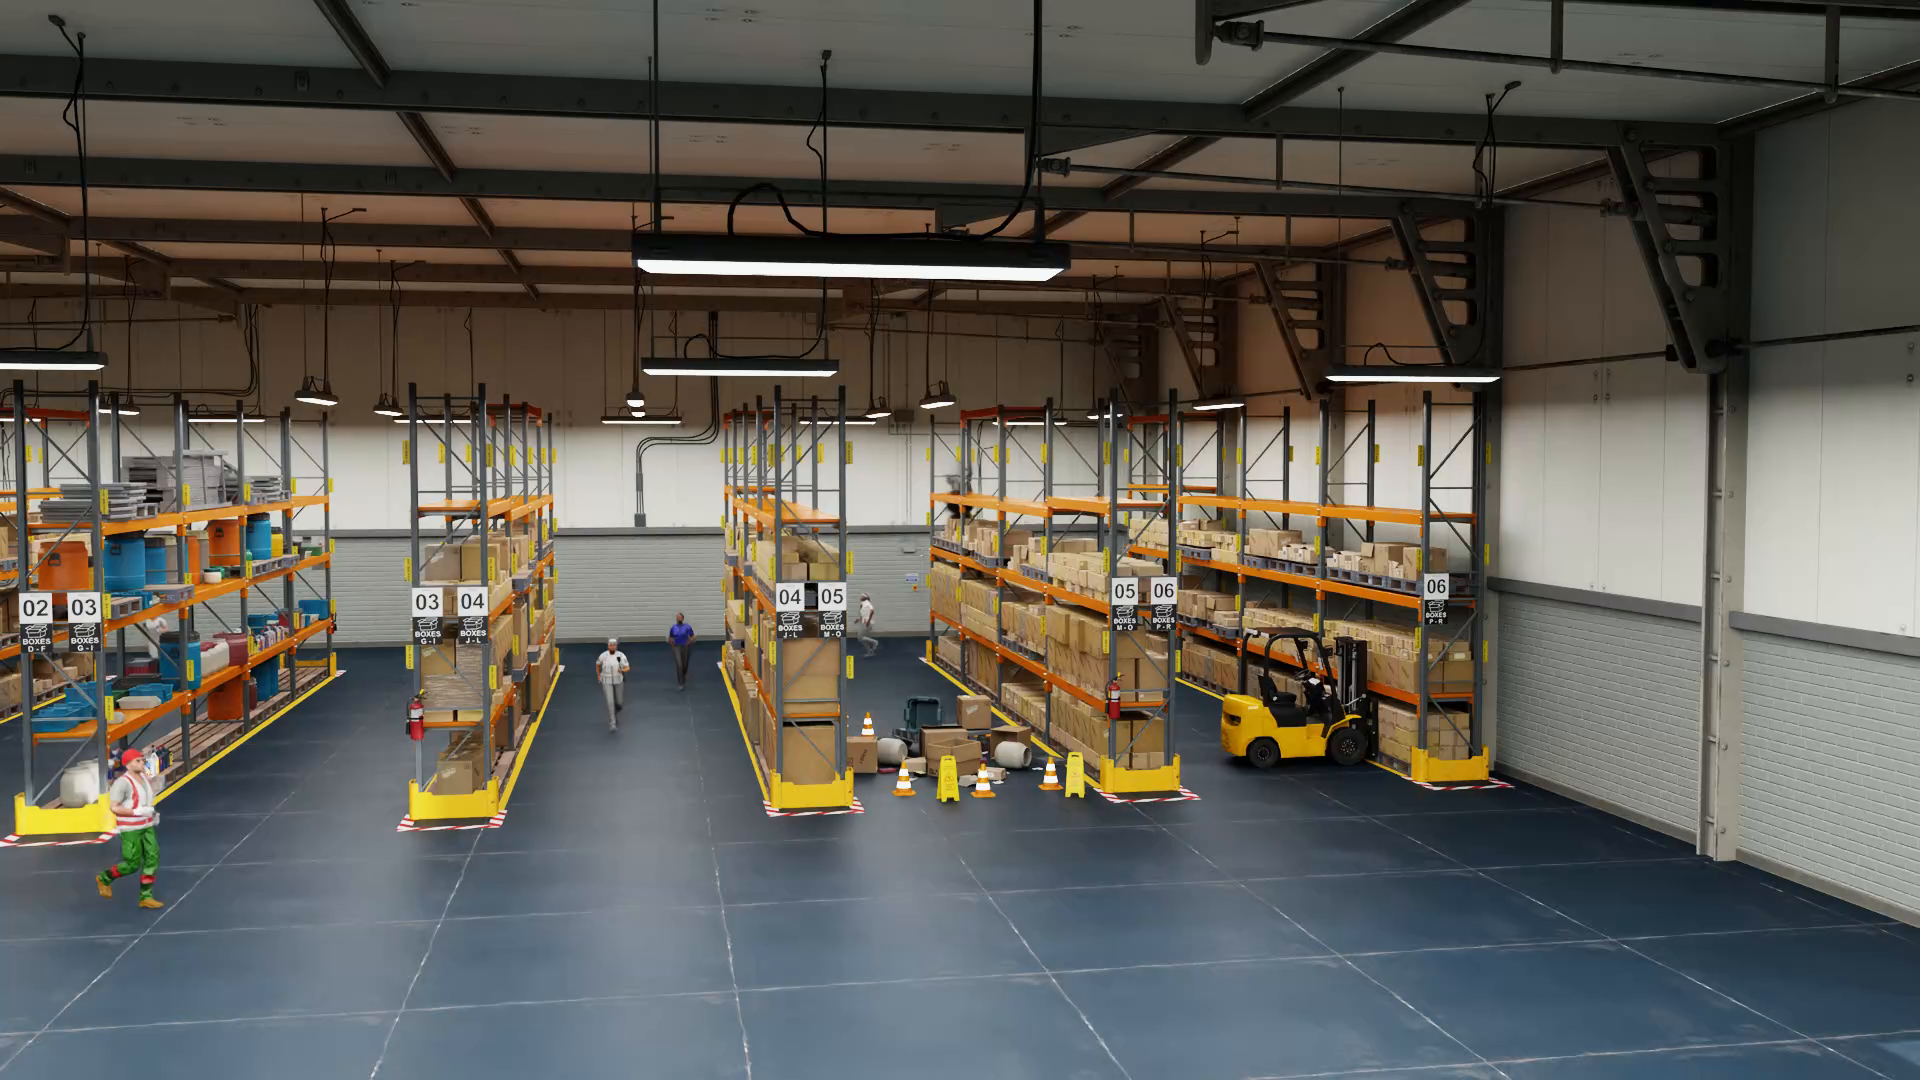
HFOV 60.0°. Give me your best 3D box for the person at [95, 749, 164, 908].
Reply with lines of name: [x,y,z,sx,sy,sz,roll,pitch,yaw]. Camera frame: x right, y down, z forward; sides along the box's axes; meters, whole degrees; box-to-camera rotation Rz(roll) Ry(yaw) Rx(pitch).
person: [-9.172,3.183,18.396,0.782,1.756,0.663,1,3,10]

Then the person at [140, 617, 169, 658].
person: [-17.780,2.313,36.719,0.570,1.719,0.775,-2,3,-30]

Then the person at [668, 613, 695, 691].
person: [-5.990,2.386,35.787,0.576,1.647,0.715,0,3,-6]

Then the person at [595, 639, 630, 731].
person: [-6.361,2.623,30.477,0.610,1.644,0.837,-1,3,-15]

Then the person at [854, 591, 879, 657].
person: [-2.336,2.085,41.399,0.621,1.656,0.598,0,3,-4]
